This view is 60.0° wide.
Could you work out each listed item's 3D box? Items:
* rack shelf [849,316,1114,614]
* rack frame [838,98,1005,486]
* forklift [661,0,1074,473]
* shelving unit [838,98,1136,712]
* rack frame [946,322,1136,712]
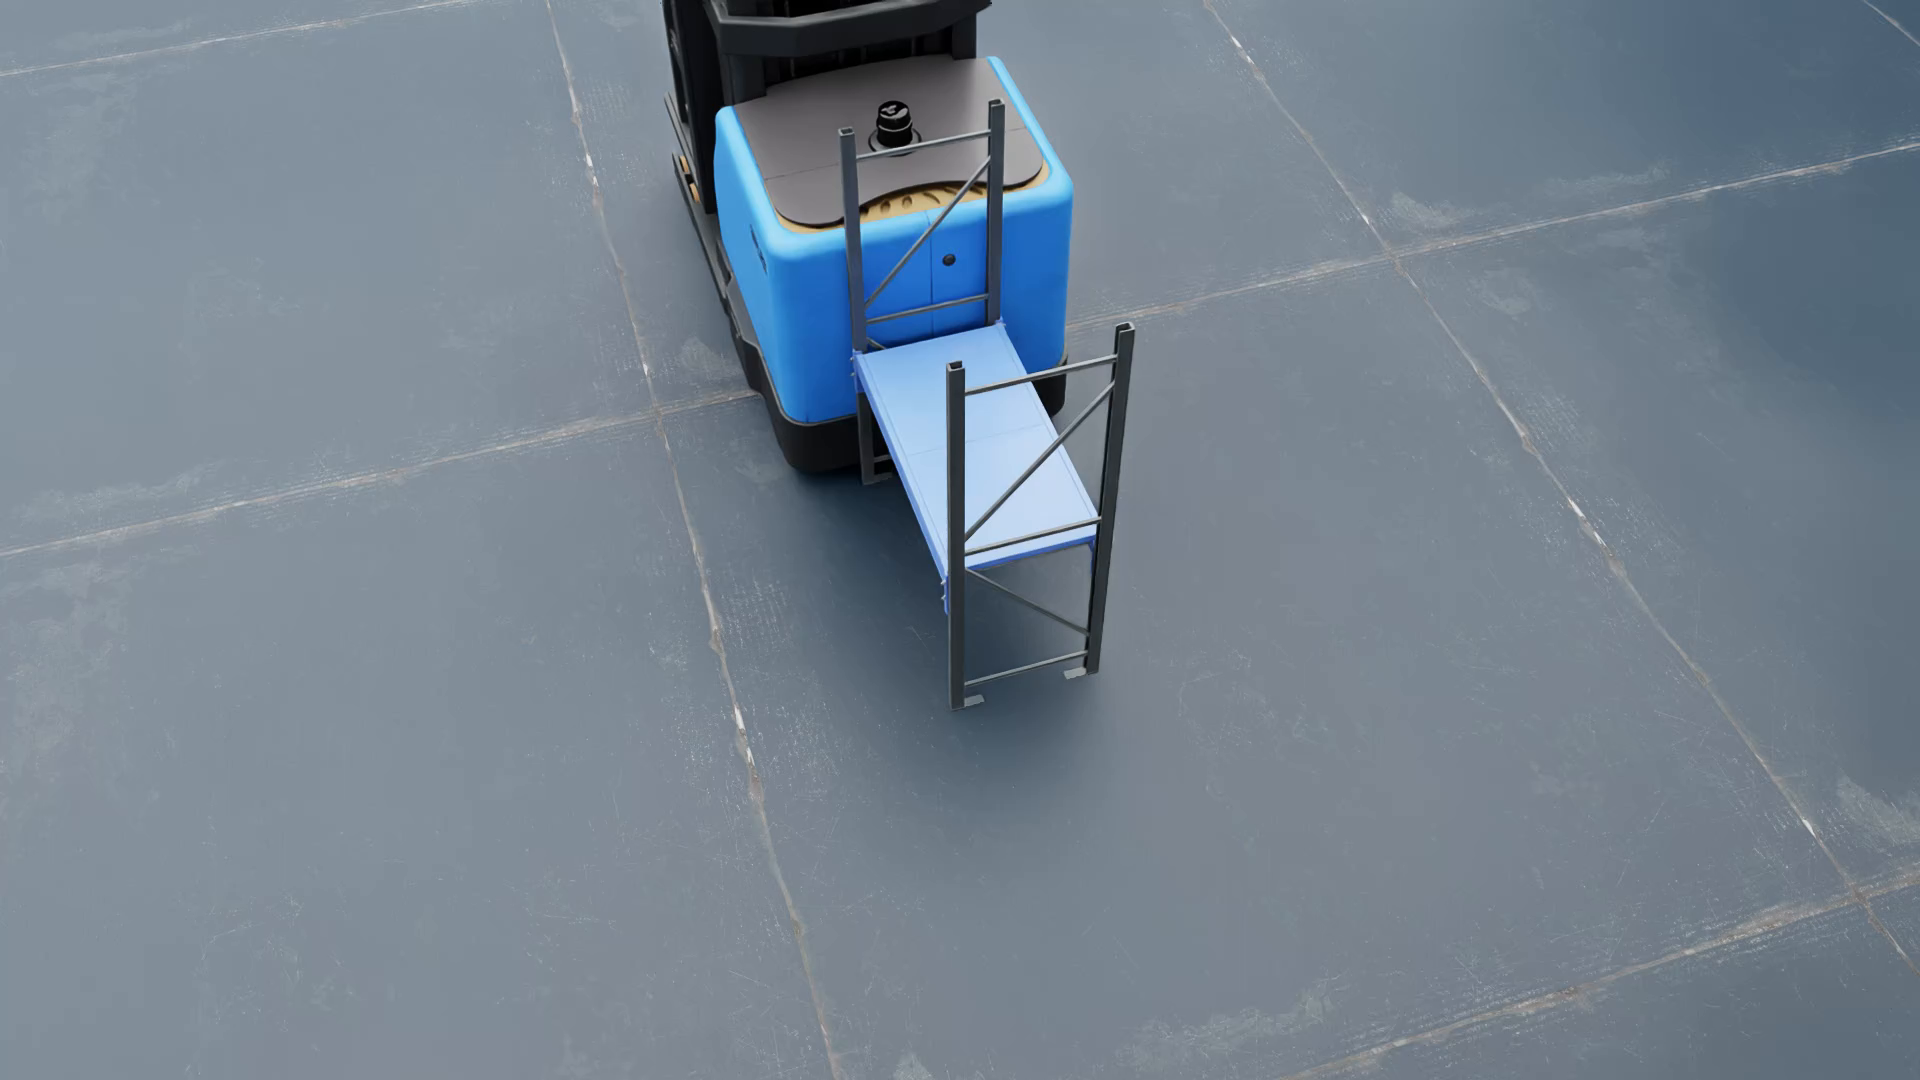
[{"bbox_3d":[0.048,-0.260,5.224,0.538,0.185,1.000,-14,51,-12],"label":"rack shelf"},{"bbox_3d":[-0.110,-0.746,5.398,0.500,1.500,0.032,-14,51,-12],"label":"rack frame"},{"bbox_3d":[-0.558,-2.338,5.804,1.130,2.935,3.031,-14,51,-12],"label":"forklift"},{"bbox_3d":[0.048,-0.376,5.086,0.538,1.500,1.048,-14,51,-12],"label":"shelving unit"},{"bbox_3d":[0.206,-0.007,4.775,0.500,1.500,0.032,-14,51,-12],"label":"rack frame"}]
